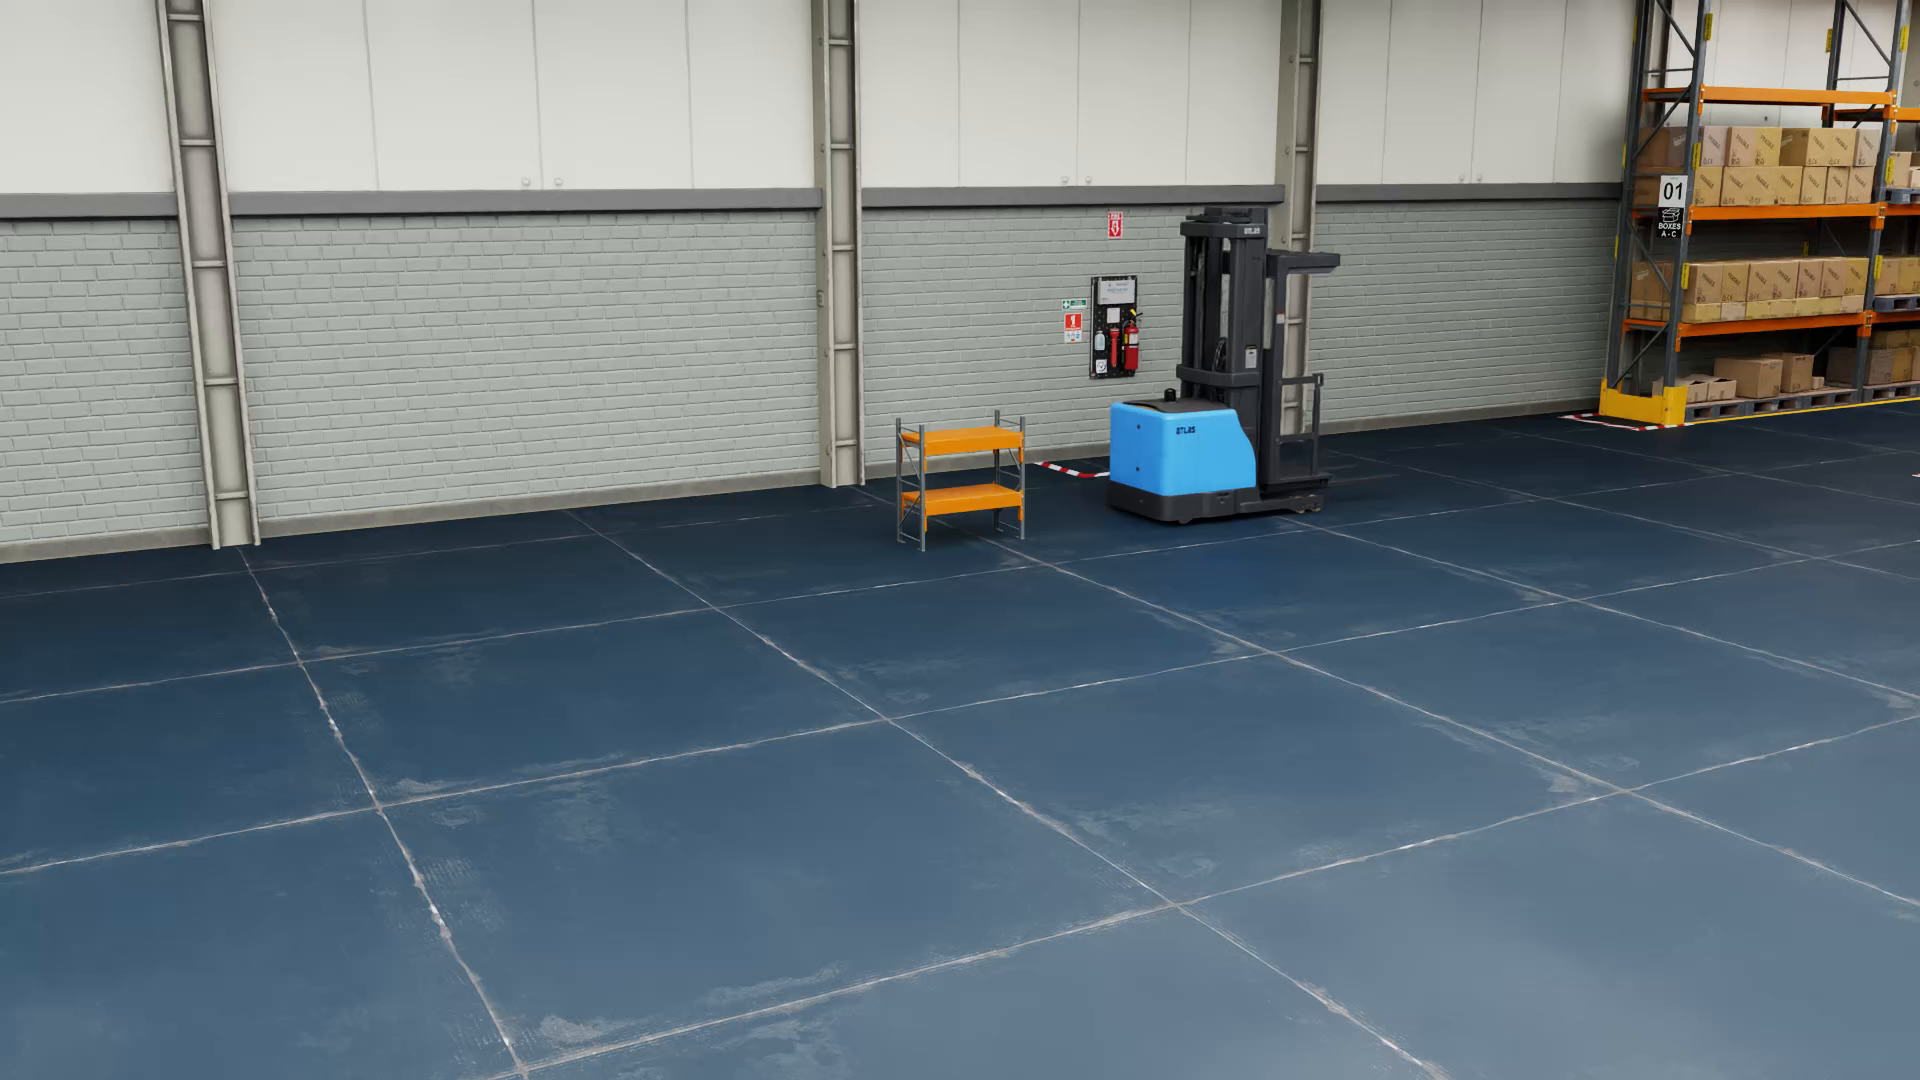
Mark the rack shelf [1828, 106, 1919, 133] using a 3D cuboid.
[{"bbox_3d":[14.345,-6.096,24.251,4.000,0.370,1.077,-7,14,-28],"label":"rack shelf"}]

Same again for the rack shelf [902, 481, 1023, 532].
[{"bbox_3d":[0.006,-0.311,15.043,1.000,0.278,0.538,-7,14,-28],"label":"rack shelf"}]

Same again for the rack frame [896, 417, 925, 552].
[{"bbox_3d":[-0.440,-0.496,14.751,0.032,1.125,0.500,-7,14,-28],"label":"rack frame"}]

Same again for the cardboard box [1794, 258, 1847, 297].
[{"bbox_3d":[11.887,-3.644,23.059,0.500,0.500,0.500,-7,14,-28],"label":"cardboard box"}]

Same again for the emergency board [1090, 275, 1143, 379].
[{"bbox_3d":[1.824,-2.441,19.122,0.643,1.169,0.194,-7,14,-28],"label":"emergency board"}]

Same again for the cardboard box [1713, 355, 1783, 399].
[{"bbox_3d":[10.897,-2.262,23.021,0.500,0.500,0.700,-8,15,-31],"label":"cardboard box"}]

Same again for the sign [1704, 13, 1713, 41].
[{"bbox_3d":[9.338,-6.401,20.747,0.005,0.325,0.100,-7,14,-28],"label":"sign"}]

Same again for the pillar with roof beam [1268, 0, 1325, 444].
[{"bbox_3d":[6.075,-4.790,15.900,0.400,9.000,9.100,-7,14,-28],"label":"pillar with roof beam"}]

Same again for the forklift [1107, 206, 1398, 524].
[{"bbox_3d":[3.000,-1.784,16.361,3.031,2.935,1.130,-7,14,-27],"label":"forklift"}]

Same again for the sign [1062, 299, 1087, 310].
[{"bbox_3d":[1.298,-2.677,18.885,0.331,0.109,0.001,-7,14,-28],"label":"sign"}]

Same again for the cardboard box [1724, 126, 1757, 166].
[{"bbox_3d":[9.997,-5.131,21.693,0.500,0.500,0.500,-7,14,-29],"label":"cardboard box"}]

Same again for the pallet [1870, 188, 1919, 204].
[{"bbox_3d":[13.182,-4.921,23.740,1.003,0.211,1.213,-7,14,-28],"label":"pallet"}]

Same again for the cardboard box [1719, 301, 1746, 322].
[{"bbox_3d":[10.108,-3.068,22.207,0.500,0.250,0.500,-7,15,-30],"label":"cardboard box"}]

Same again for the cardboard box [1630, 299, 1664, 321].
[{"bbox_3d":[9.396,-3.107,22.380,0.500,0.250,0.500,-7,14,-27],"label":"cardboard box"}]

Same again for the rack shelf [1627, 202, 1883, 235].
[{"bbox_3d":[10.834,-4.407,22.666,4.000,0.370,1.077,-7,14,-28],"label":"rack shelf"}]

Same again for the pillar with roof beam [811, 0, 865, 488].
[{"bbox_3d":[0.808,-4.159,13.095,0.400,9.000,9.100,-7,14,-28],"label":"pillar with roof beam"}]

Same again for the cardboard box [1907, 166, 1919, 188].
[{"bbox_3d":[13.648,-5.237,23.961,0.500,0.311,0.500,-6,14,-26],"label":"cardboard box"}]

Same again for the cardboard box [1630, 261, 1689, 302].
[{"bbox_3d":[9.390,-3.477,22.316,0.500,0.500,0.500,-7,14,-28],"label":"cardboard box"}]

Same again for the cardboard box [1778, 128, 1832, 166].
[{"bbox_3d":[11.350,-5.293,22.414,0.500,0.500,0.500,-7,15,-30],"label":"cardboard box"}]

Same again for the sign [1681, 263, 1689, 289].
[{"bbox_3d":[9.338,-3.402,21.422,0.005,0.325,0.100,-7,14,-28],"label":"sign"}]

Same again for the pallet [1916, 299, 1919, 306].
[{"bbox_3d":[14.382,-3.616,24.782,1.213,0.211,1.003,-7,14,-28],"label":"pallet"}]

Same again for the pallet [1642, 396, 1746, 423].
[{"bbox_3d":[9.875,-1.810,22.673,1.213,0.211,1.003,-7,14,-28],"label":"pallet"}]

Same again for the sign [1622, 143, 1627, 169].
[{"bbox_3d":[8.830,-5.089,22.040,0.005,0.325,0.100,-7,14,-28],"label":"sign"}]

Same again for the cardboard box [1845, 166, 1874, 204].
[{"bbox_3d":[12.262,-4.926,23.060,0.500,0.500,0.500,-6,14,-26],"label":"cardboard box"}]

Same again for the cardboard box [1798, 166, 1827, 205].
[{"bbox_3d":[11.346,-4.810,22.544,0.500,0.500,0.500,-7,15,-30],"label":"cardboard box"}]

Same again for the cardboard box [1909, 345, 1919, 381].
[{"bbox_3d":[14.124,-2.691,24.924,0.500,0.500,0.700,-7,14,-27],"label":"cardboard box"}]

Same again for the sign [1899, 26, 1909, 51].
[{"bbox_3d":[12.833,-6.820,22.608,0.005,0.325,0.100,-7,14,-28],"label":"sign"}]

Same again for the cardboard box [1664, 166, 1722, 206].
[{"bbox_3d":[9.492,-4.593,21.581,0.500,0.500,0.500,-6,14,-26],"label":"cardboard box"}]

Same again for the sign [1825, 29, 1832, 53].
[{"bbox_3d":[12.318,-7.071,23.545,0.005,0.325,0.100,-7,14,-28],"label":"sign"}]

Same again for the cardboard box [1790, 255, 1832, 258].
[{"bbox_3d":[12.077,-3.798,23.743,0.500,0.500,0.500,-7,15,-29],"label":"cardboard box"}]

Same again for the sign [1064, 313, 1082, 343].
[{"bbox_3d":[1.290,-2.420,18.948,0.234,0.329,0.001,-7,14,-28],"label":"sign"}]

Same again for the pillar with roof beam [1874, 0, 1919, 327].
[{"bbox_3d":[16.607,-6.053,21.509,0.400,9.000,9.100,-7,14,-28],"label":"pillar with roof beam"}]

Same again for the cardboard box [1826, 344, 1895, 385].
[{"bbox_3d":[13.227,-2.581,24.436,0.500,0.500,0.700,-6,14,-26],"label":"cardboard box"}]

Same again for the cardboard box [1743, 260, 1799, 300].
[{"bbox_3d":[10.984,-3.539,22.589,0.500,0.500,0.500,-6,14,-26],"label":"cardboard box"}]

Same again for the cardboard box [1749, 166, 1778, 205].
[{"bbox_3d":[10.434,-4.698,22.048,0.500,0.500,0.500,-6,14,-25],"label":"cardboard box"}]

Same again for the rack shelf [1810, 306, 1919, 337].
[{"bbox_3d":[14.345,-3.364,24.865,4.000,0.370,1.077,-7,14,-28],"label":"rack shelf"}]

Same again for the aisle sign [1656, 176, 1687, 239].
[{"bbox_3d":[9.159,-4.287,21.406,0.004,0.787,0.394,-7,14,-28],"label":"aisle sign"}]

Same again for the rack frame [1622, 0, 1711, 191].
[{"bbox_3d":[9.078,-6.011,21.323,0.127,3.000,1.000,-7,14,-28],"label":"rack frame"}]

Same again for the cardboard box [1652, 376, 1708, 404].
[{"bbox_3d":[9.729,-2.042,22.475,0.500,0.311,0.500,-9,15,-34],"label":"cardboard box"}]

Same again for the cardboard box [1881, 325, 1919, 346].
[{"bbox_3d":[14.067,-3.049,24.809,0.500,0.250,0.500,-7,15,-29],"label":"cardboard box"}]

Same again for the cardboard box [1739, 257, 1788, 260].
[{"bbox_3d":[11.181,-3.693,23.276,0.500,0.500,0.500,-6,14,-26],"label":"cardboard box"}]

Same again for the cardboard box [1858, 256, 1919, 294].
[{"bbox_3d":[13.546,-3.873,24.256,0.500,0.500,0.700,-5,14,-22],"label":"cardboard box"}]

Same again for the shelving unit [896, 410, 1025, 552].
[{"bbox_3d":[0.006,-0.549,14.989,1.048,1.125,0.538,-7,14,-28],"label":"shelving unit"}]

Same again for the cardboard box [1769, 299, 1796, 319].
[{"bbox_3d":[11.002,-3.173,22.674,0.500,0.250,0.500,-7,14,-27],"label":"cardboard box"}]

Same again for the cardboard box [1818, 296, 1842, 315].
[{"bbox_3d":[11.877,-3.282,23.159,0.500,0.250,0.500,-7,14,-28],"label":"cardboard box"}]

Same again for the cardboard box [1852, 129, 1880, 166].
[{"bbox_3d":[12.279,-5.410,22.933,0.500,0.500,0.500,-8,15,-33],"label":"cardboard box"}]

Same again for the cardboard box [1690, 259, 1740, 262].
[{"bbox_3d":[10.288,-3.583,22.788,0.500,0.500,0.500,-7,15,-29],"label":"cardboard box"}]

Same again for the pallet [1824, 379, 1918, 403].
[{"bbox_3d":[13.272,-2.227,24.523,1.213,0.211,1.003,-7,14,-28],"label":"pallet"}]

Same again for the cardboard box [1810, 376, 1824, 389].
[{"bbox_3d":[12.134,-2.275,23.838,0.250,0.166,0.380,-9,16,-35],"label":"cardboard box"}]

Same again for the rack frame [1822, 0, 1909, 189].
[{"bbox_3d":[12.589,-6.432,23.193,0.127,3.000,1.000,-7,14,-28],"label":"rack frame"}]

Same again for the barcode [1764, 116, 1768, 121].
[{"bbox_3d":[11.163,-5.832,23.032,0.075,0.075,0.001,-7,14,-28],"label":"barcode"}]

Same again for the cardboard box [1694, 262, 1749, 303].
[{"bbox_3d":[10.080,-3.429,22.102,0.500,0.500,0.500,-7,14,-28],"label":"cardboard box"}]
